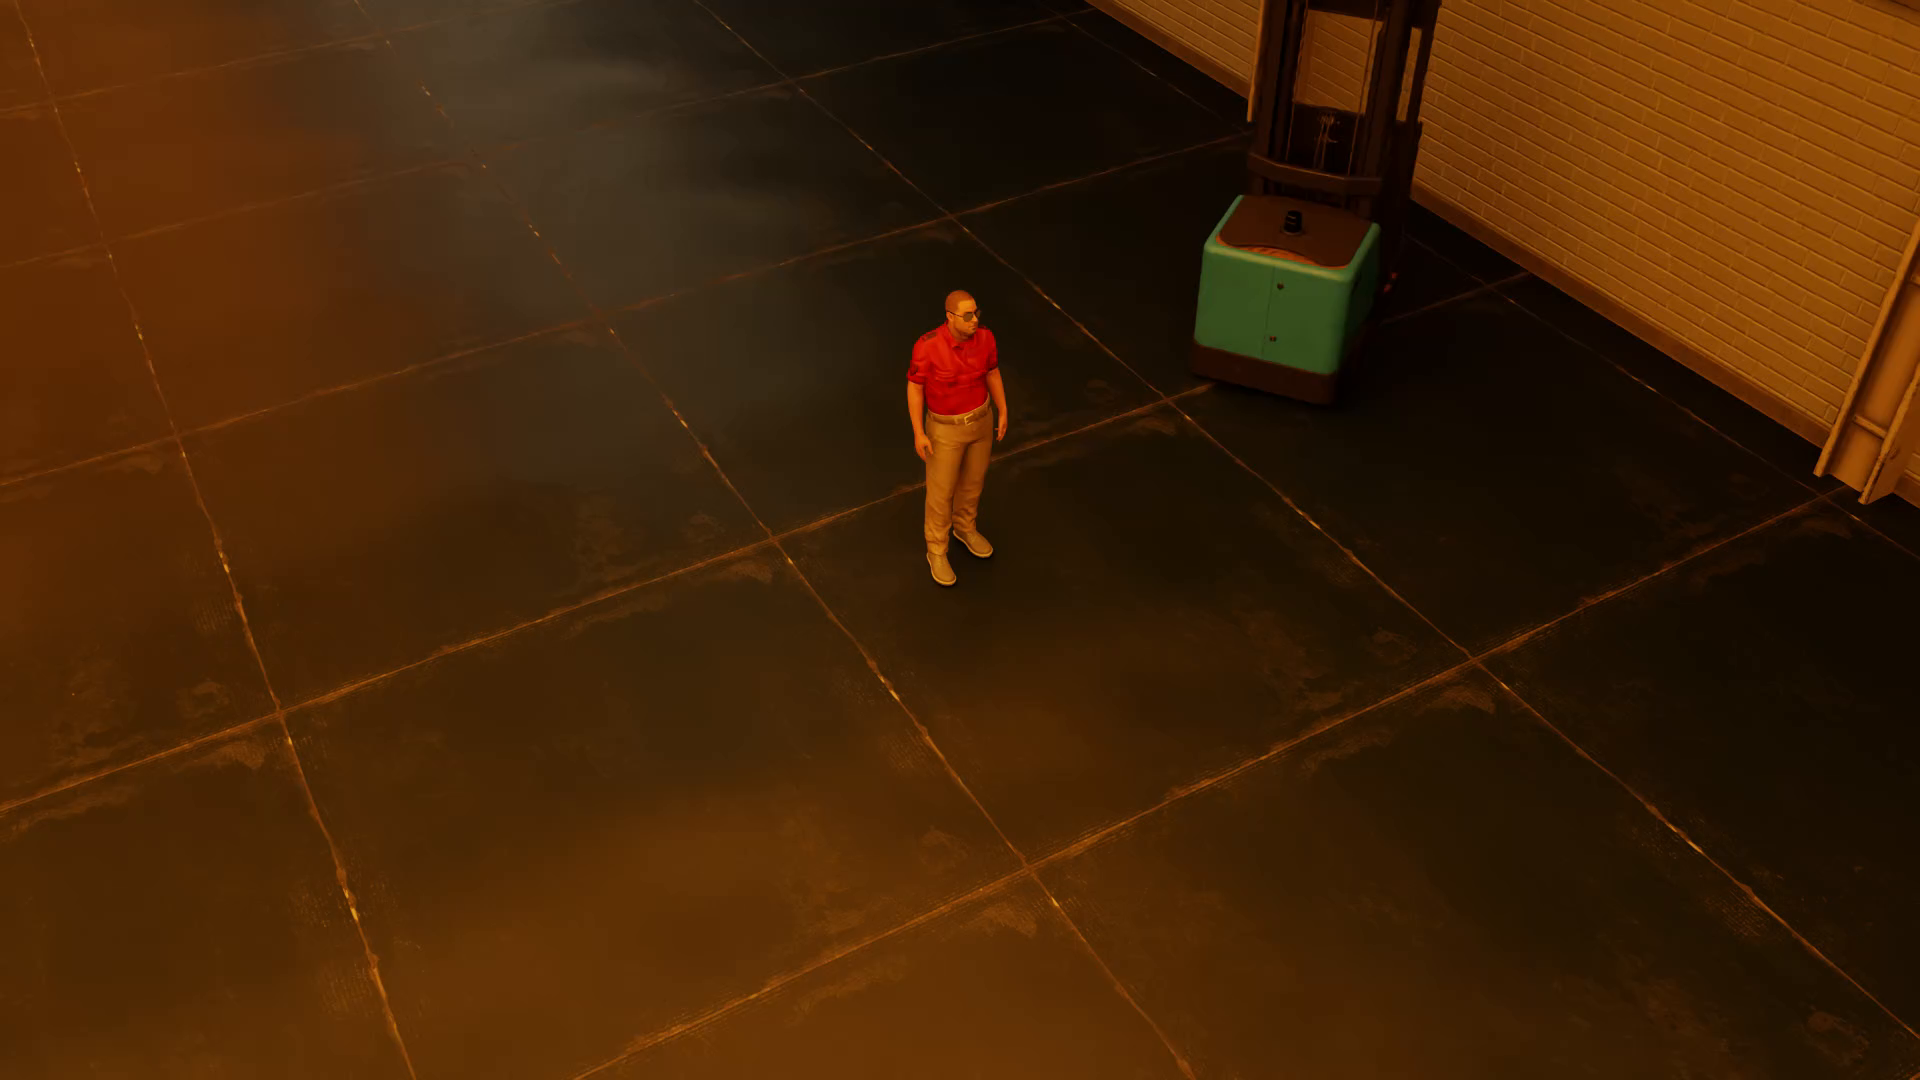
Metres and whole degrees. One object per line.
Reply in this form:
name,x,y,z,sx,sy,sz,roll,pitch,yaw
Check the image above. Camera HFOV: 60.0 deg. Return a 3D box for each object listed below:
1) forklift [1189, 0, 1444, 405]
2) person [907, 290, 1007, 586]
forklift,2.686,-2.988,11.639,1.130,2.935,3.031,16,42,19
person,0.034,-0.617,9.711,0.640,1.727,0.551,-20,44,-23
